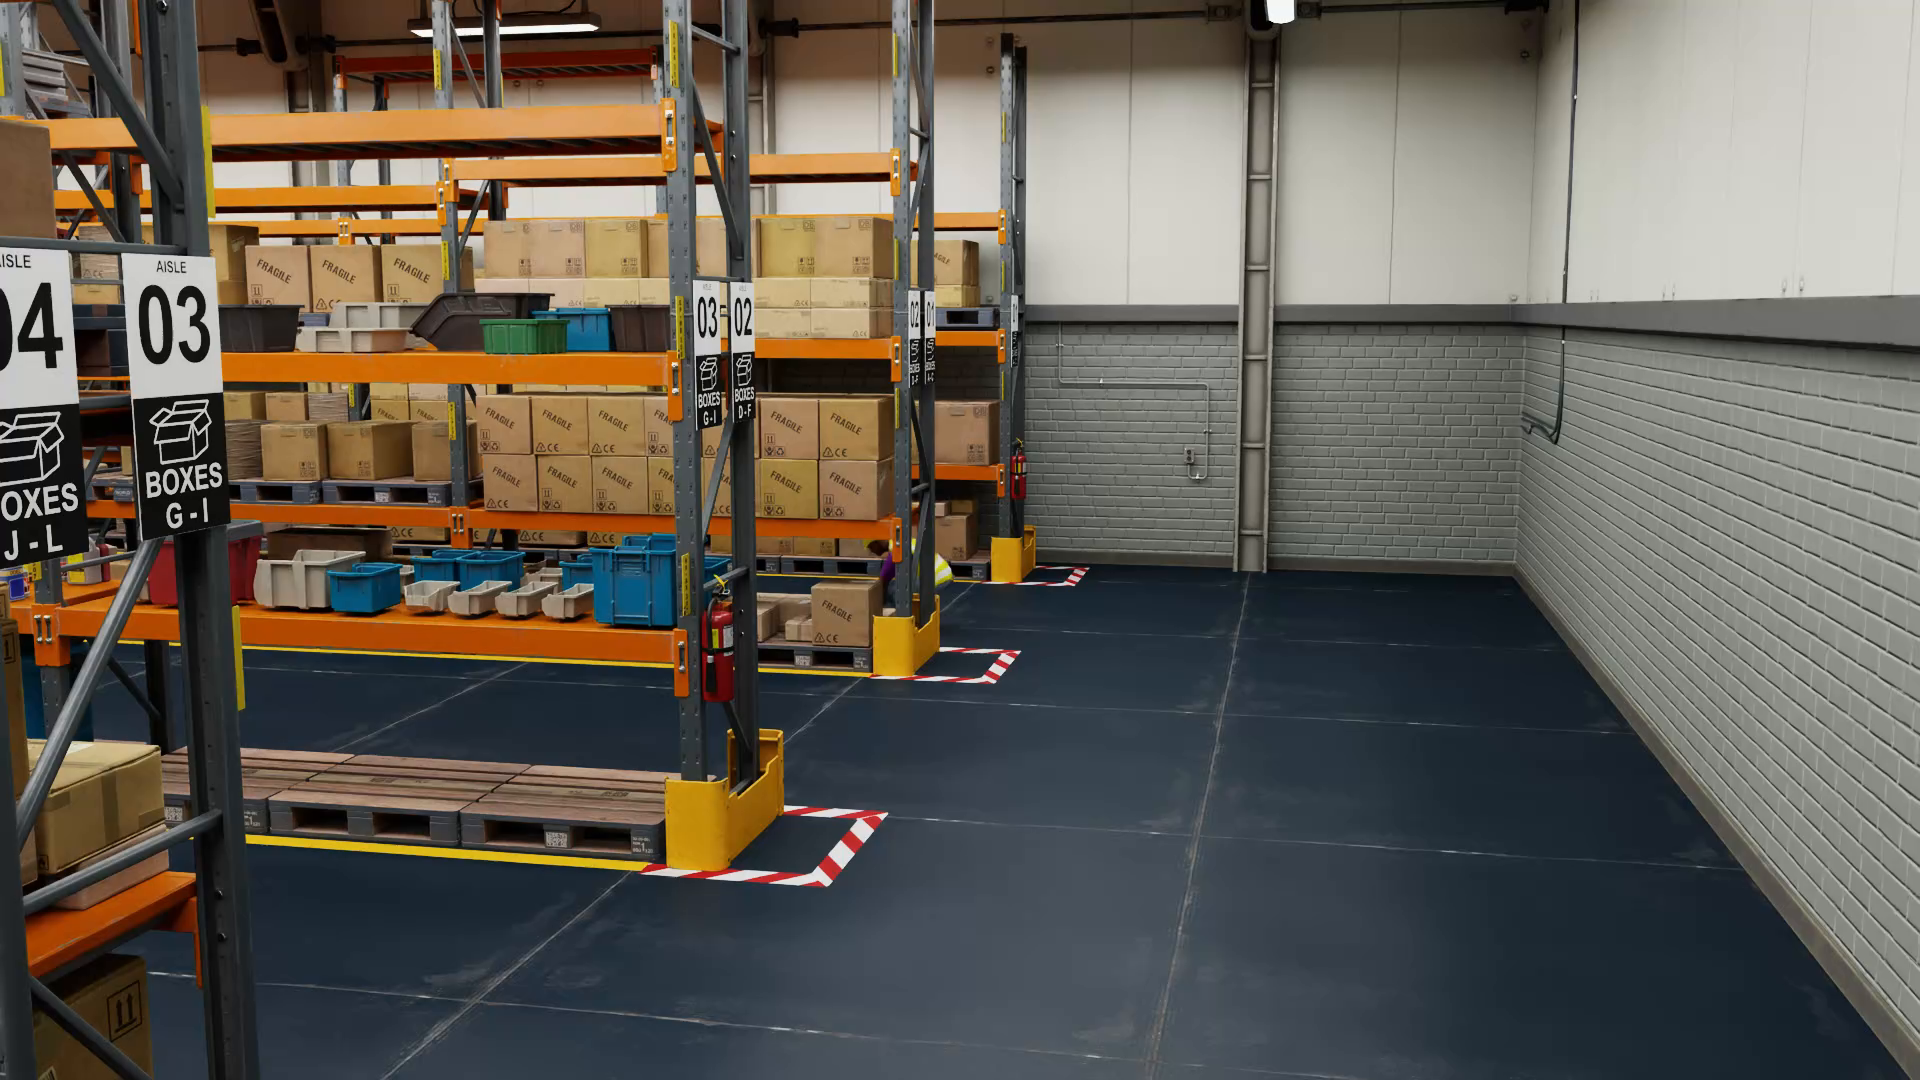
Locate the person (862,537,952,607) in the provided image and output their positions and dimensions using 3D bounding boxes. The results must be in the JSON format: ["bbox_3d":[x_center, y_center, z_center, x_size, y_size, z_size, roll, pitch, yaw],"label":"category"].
[{"bbox_3d":[-0.534,0.351,15.975,0.912,1.011,0.542,1,8,5],"label":"person"}]
